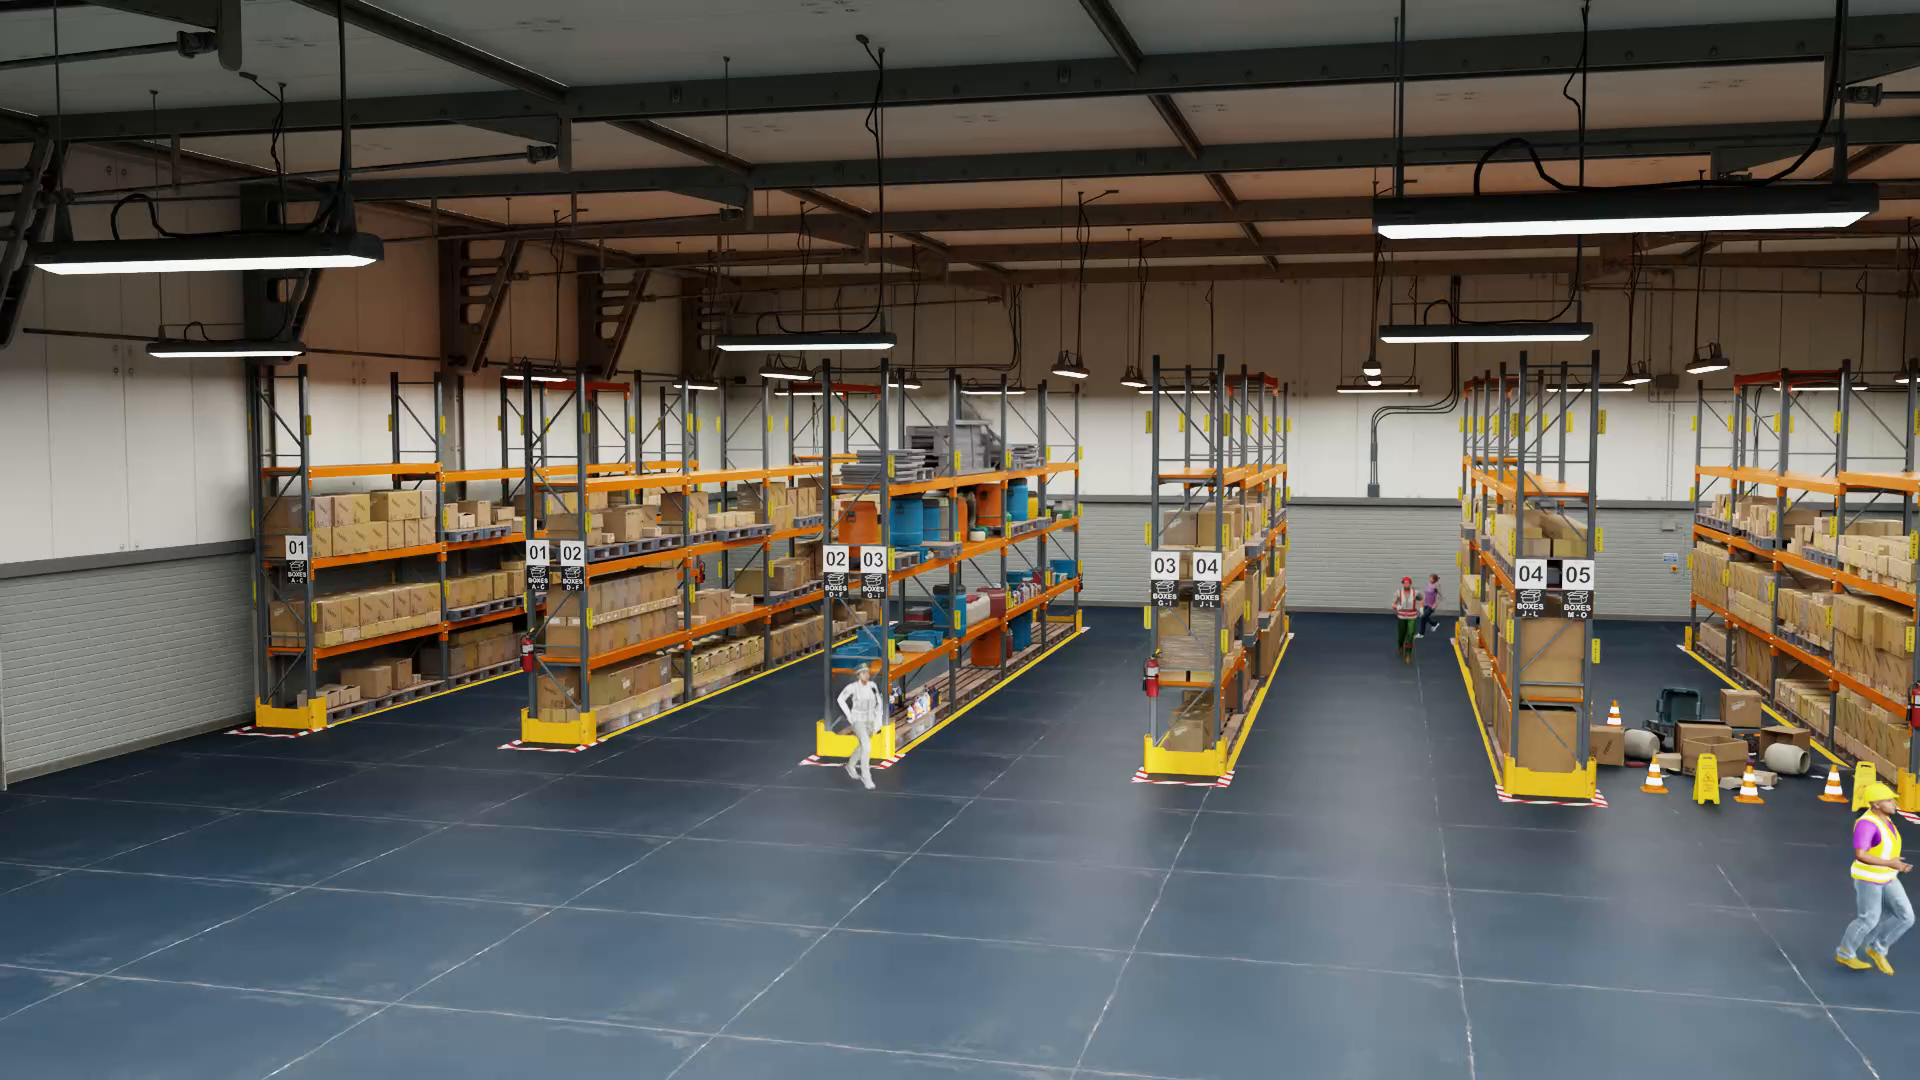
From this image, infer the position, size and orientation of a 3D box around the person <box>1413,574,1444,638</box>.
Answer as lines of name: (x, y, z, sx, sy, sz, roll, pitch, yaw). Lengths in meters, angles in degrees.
person: (11.065, 1.546, 38.992, 0.692, 1.537, 0.593, -2, 4, -22)

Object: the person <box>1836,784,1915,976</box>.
person: (8.326, 3.088, 15.079, 0.686, 1.770, 0.692, -3, 5, -35)

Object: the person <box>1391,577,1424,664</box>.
person: (9.489, 1.672, 35.281, 0.670, 1.797, 1.001, 1, 4, 17)

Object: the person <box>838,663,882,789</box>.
person: (-1.374, 2.565, 23.196, 0.608, 1.747, 0.750, -3, 5, -38)
